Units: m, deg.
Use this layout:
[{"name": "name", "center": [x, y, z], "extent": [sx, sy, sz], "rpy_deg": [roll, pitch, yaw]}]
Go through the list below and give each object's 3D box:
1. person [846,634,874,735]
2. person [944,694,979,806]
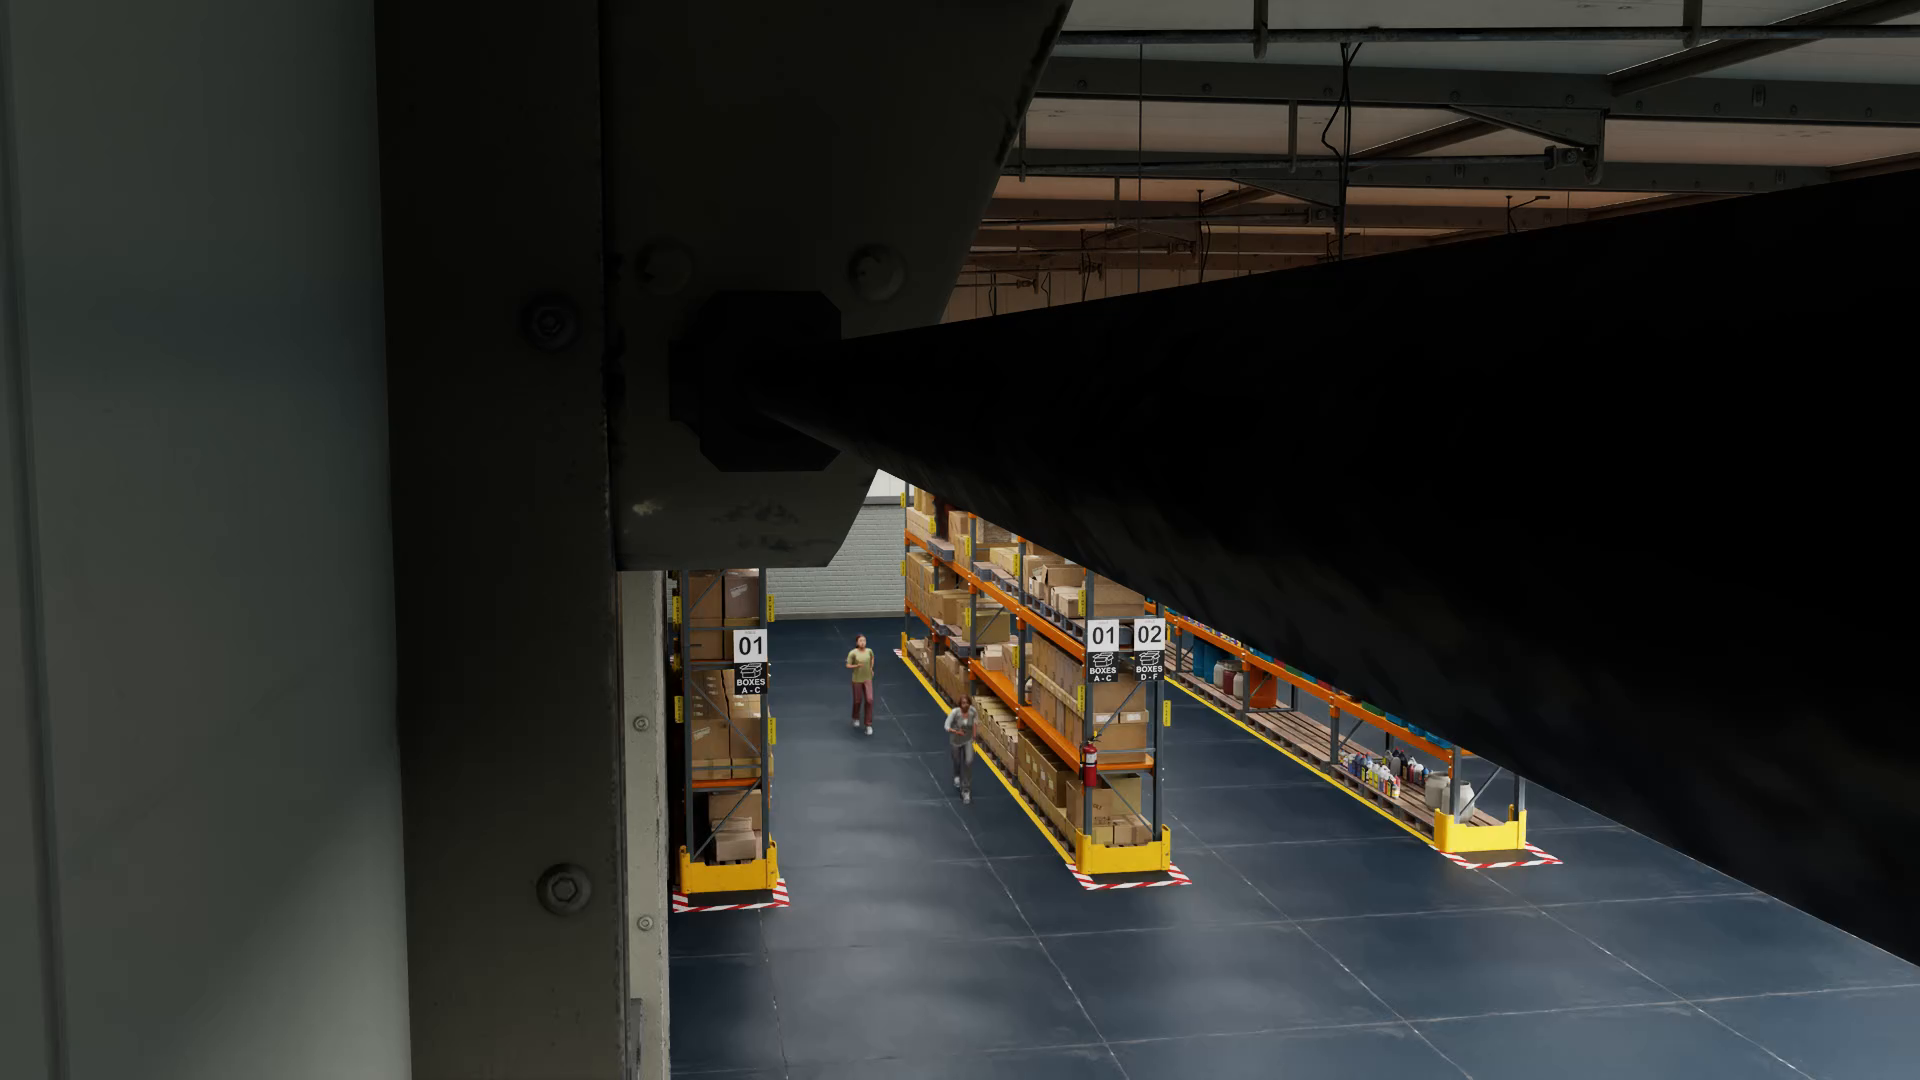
[{"name": "person", "center": [-1.715, 2.480, 28.930], "extent": [0.566, 1.700, 0.807], "rpy_deg": [-2, 6, -17]}, {"name": "person", "center": [0.017, 3.016, 24.484], "extent": [0.539, 1.596, 0.951], "rpy_deg": [-1, 6, -7]}]
